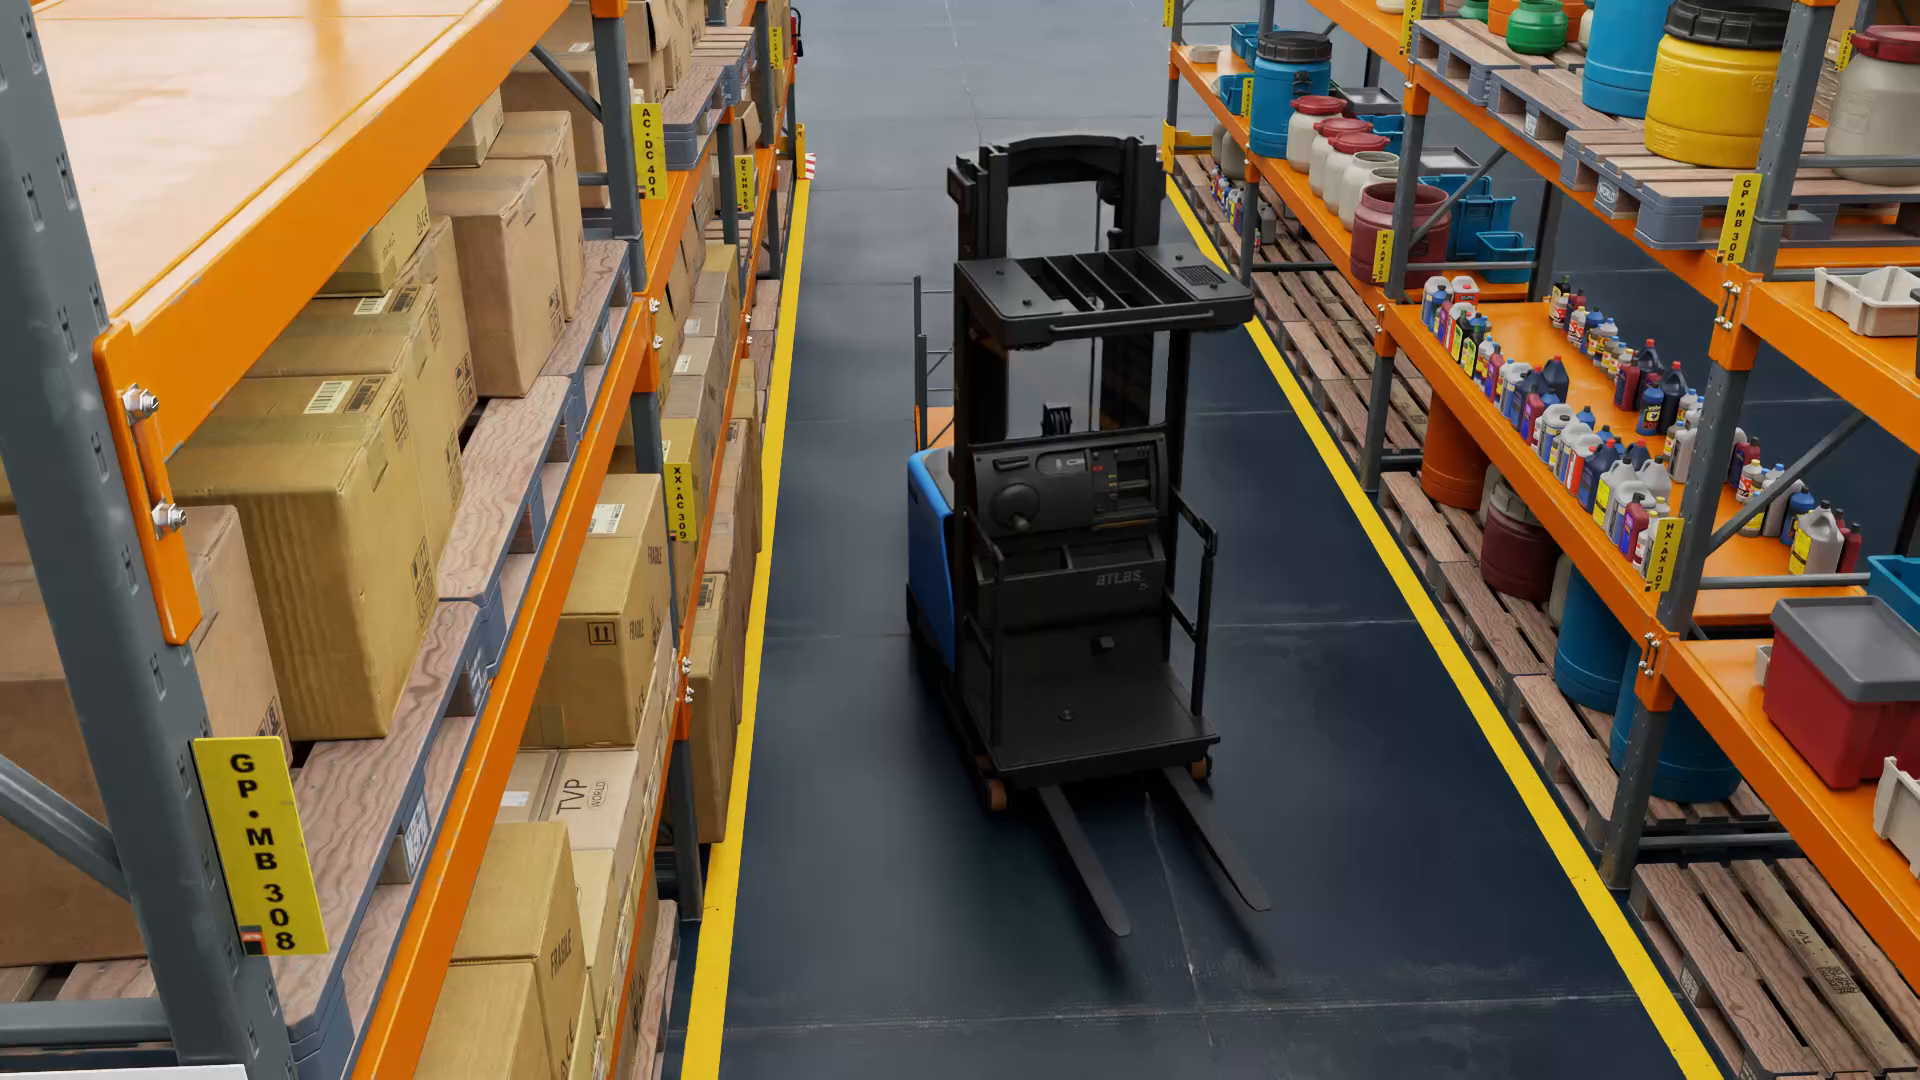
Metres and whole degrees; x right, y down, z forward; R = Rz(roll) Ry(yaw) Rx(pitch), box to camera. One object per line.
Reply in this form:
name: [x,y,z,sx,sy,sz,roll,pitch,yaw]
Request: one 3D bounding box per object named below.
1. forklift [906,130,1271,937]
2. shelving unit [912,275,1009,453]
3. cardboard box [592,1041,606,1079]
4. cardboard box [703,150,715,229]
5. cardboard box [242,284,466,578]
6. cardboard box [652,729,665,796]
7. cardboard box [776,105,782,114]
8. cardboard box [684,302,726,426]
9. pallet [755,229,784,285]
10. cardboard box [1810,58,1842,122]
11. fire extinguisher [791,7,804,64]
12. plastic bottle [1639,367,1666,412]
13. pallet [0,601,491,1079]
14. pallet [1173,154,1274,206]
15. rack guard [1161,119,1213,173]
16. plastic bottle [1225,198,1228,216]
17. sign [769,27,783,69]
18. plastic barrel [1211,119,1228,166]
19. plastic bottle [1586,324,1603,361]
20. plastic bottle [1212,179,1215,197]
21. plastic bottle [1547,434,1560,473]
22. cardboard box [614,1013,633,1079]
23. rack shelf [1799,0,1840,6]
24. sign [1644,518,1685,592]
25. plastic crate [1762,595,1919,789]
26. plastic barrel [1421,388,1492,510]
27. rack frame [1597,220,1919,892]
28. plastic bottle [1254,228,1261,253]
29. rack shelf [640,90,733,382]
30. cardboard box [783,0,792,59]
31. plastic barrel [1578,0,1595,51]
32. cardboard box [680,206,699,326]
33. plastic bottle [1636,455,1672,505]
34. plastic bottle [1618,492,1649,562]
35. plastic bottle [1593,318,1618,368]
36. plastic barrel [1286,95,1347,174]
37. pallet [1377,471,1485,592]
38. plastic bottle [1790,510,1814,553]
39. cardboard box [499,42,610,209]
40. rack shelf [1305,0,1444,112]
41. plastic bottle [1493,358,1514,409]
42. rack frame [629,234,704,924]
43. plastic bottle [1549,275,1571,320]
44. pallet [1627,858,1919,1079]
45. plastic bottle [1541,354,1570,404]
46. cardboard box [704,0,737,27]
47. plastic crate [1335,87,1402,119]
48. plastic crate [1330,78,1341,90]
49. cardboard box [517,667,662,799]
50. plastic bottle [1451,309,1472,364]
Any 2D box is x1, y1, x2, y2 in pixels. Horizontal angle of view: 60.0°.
forklift: [0.574,-0.219,7.501,1.130,2.935,3.031,-7,28,-13]
shelving unit: [-0.004,-0.700,9.971,0.587,1.500,1.083,-1,28,-3]
cardboard box: [-1.156,1.484,4.432,0.380,0.149,0.250,-2,28,-3]
cardboard box: [-2.013,-2.290,10.835,0.700,0.500,0.500,3,28,5]
cardboard box: [-1.463,-0.206,3.486,0.700,0.500,0.500,-3,28,-6]
cardboard box: [-1.237,0.773,5.796,0.380,0.149,0.250,-2,28,-4]
cardboard box: [-1.771,-3.861,14.680,0.380,0.149,0.250,-1,28,-3]
cardboard box: [-1.492,-0.908,8.640,0.500,0.500,0.500,-2,28,-4]
pallet: [-2.095,-2.476,14.769,1.003,0.211,1.213,-1,28,-3]
cardboard box: [7.839,-3.890,14.356,0.700,0.500,0.500,-2,28,-4]
fire extinguisher: [-1.779,-5.280,17.214,0.296,0.674,0.183,-1,28,-3]
plastic bottle: [3.593,-0.771,8.611,0.061,0.283,0.133,-1,28,-3]
pallet: [-1.447,0.506,2.889,1.003,0.211,1.213,-1,28,-3]
pallet: [2.801,-3.724,17.163,1.003,0.211,1.213,-1,28,-3]
rack guard: [2.764,-4.228,17.815,1.175,0.500,0.348,-1,28,-3]
plastic bottle: [2.535,-3.134,15.566,0.097,0.201,0.097,0,28,0]
sign: [-1.470,-3.932,13.292,0.100,0.325,0.005,-1,28,-3]
plastic barrel: [2.824,-4.151,17.201,0.421,0.512,0.421,0,28,0]
plastic bottle: [3.593,-1.116,9.360,0.097,0.201,0.097,0,28,0]
plastic bottle: [2.502,-3.432,16.136,0.097,0.201,0.097,0,28,0]
plastic bottle: [2.910,-0.431,8.048,0.097,0.201,0.097,0,28,0]
cardboard box: [-1.605,1.770,5.457,0.875,0.875,0.875,-1,28,-3]
rack shelf: [3.444,-1.068,3.778,1.077,0.370,4.000,-1,28,-3]
sign: [2.790,0.061,6.589,0.100,0.325,0.005,-1,28,-3]
plastic crate: [3.136,0.535,5.846,0.402,0.464,0.583,-1,28,-3]
plastic barrel: [3.173,-0.674,10.191,0.600,0.830,0.708,-1,28,-3]
rack frame: [3.340,0.172,6.677,1.000,3.000,0.127,-1,28,-3]
plastic bottle: [2.592,-2.637,14.613,0.097,0.201,0.097,0,28,0]
rack shelf: [-1.711,-1.643,7.691,1.077,0.370,4.000,-1,28,-3]
cardboard box: [-2.086,-4.944,16.056,0.875,0.500,0.500,-1,28,-3]
plastic barrel: [3.333,-2.639,8.518,0.301,0.262,0.301,0,28,0]
cardboard box: [-1.762,-1.406,8.509,0.797,0.503,0.637,-1,28,-1]
plastic bottle: [3.109,-0.226,7.494,0.144,0.351,0.185,-1,28,-3]
plastic bottle: [2.938,-0.056,7.241,0.061,0.283,0.133,-1,28,-3]
plastic bottle: [3.598,-1.102,9.258,0.097,0.271,0.097,0,28,0]
plastic barrel: [2.753,-3.136,12.872,0.433,0.535,0.433,0,28,0]
pallet: [3.213,-0.076,10.168,1.003,0.211,1.213,-1,28,-3]
plastic bottle: [3.715,-0.034,7.287,0.097,0.201,0.097,0,28,0]
cardboard box: [-1.647,-1.537,6.147,0.700,0.500,0.500,-1,28,-1]
rack shelf: [3.026,-3.610,11.462,1.077,0.370,4.000,-1,28,-3]
plastic bottle: [2.869,-0.823,8.724,0.097,0.271,0.097,0,28,0]
rack frame: [-1.607,0.291,6.448,1.000,3.000,0.127,-1,28,-3]
plastic bottle: [3.578,-1.447,9.907,0.061,0.283,0.133,-1,28,-3]
pallet: [3.417,1.747,6.673,1.003,0.211,1.213,-1,28,-3]
plastic bottle: [3.052,-0.798,8.589,0.144,0.351,0.185,-1,28,-3]
cardboard box: [-1.586,-3.043,9.759,0.500,0.250,0.500,-1,28,-2]
plastic crate: [3.253,-3.335,13.331,0.402,0.464,0.583,-1,28,-3]
plastic crate: [3.133,-4.063,15.025,0.450,0.188,0.662,-1,28,-3]
cardboard box: [-1.292,0.662,5.577,0.500,0.250,0.500,-1,28,-1]
plastic bottle: [2.816,-1.140,9.317,0.061,0.283,0.133,-1,28,-3]
